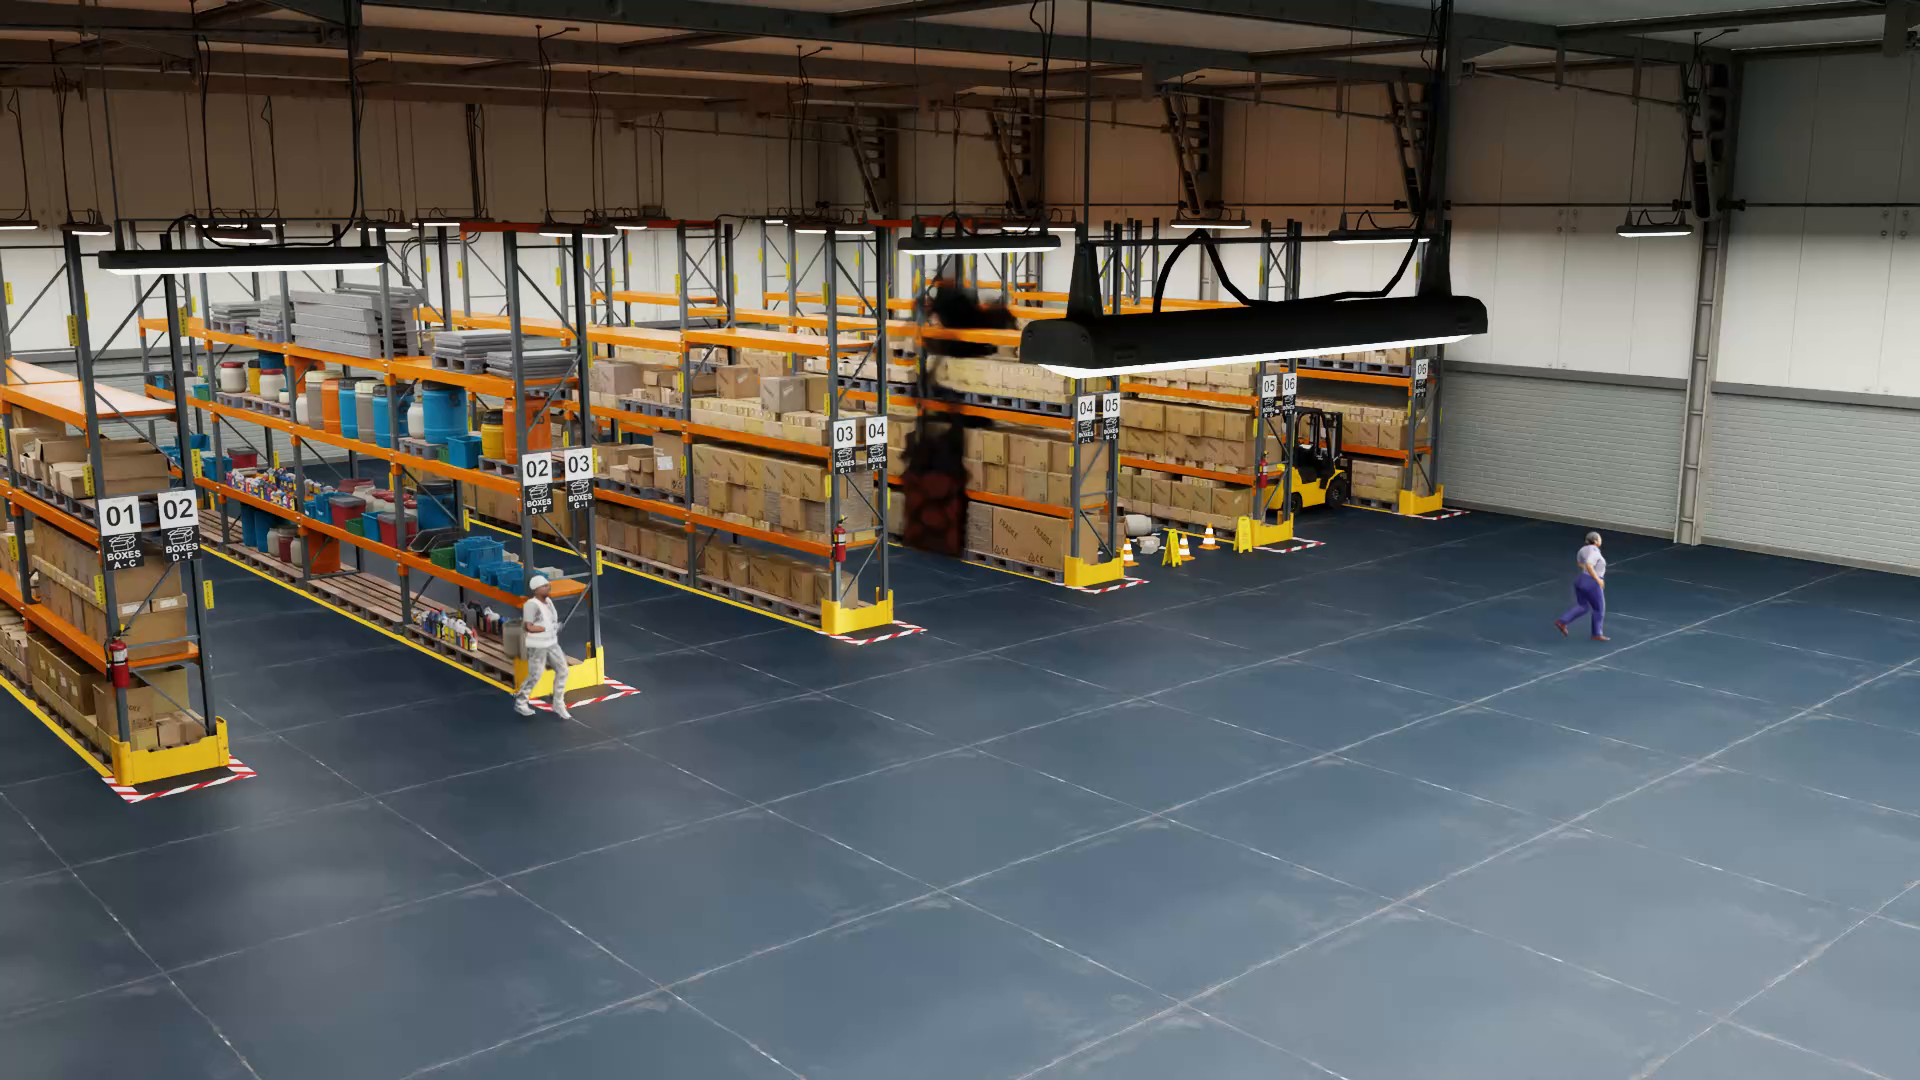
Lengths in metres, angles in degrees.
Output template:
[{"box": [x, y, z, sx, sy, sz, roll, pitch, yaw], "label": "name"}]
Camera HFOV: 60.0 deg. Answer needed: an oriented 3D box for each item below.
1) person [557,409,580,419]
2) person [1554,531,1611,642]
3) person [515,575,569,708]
[{"box": [-9.582, -2.570, 40.350, 0.809, 1.701, 0.820, 6, 13, 28], "label": "person"}, {"box": [9.198, 0.678, 24.365, 0.787, 1.639, 0.627, -1, 11, -6], "label": "person"}, {"box": [-5.204, 1.269, 20.675, 0.674, 1.679, 0.694, 3, 12, 16], "label": "person"}]
